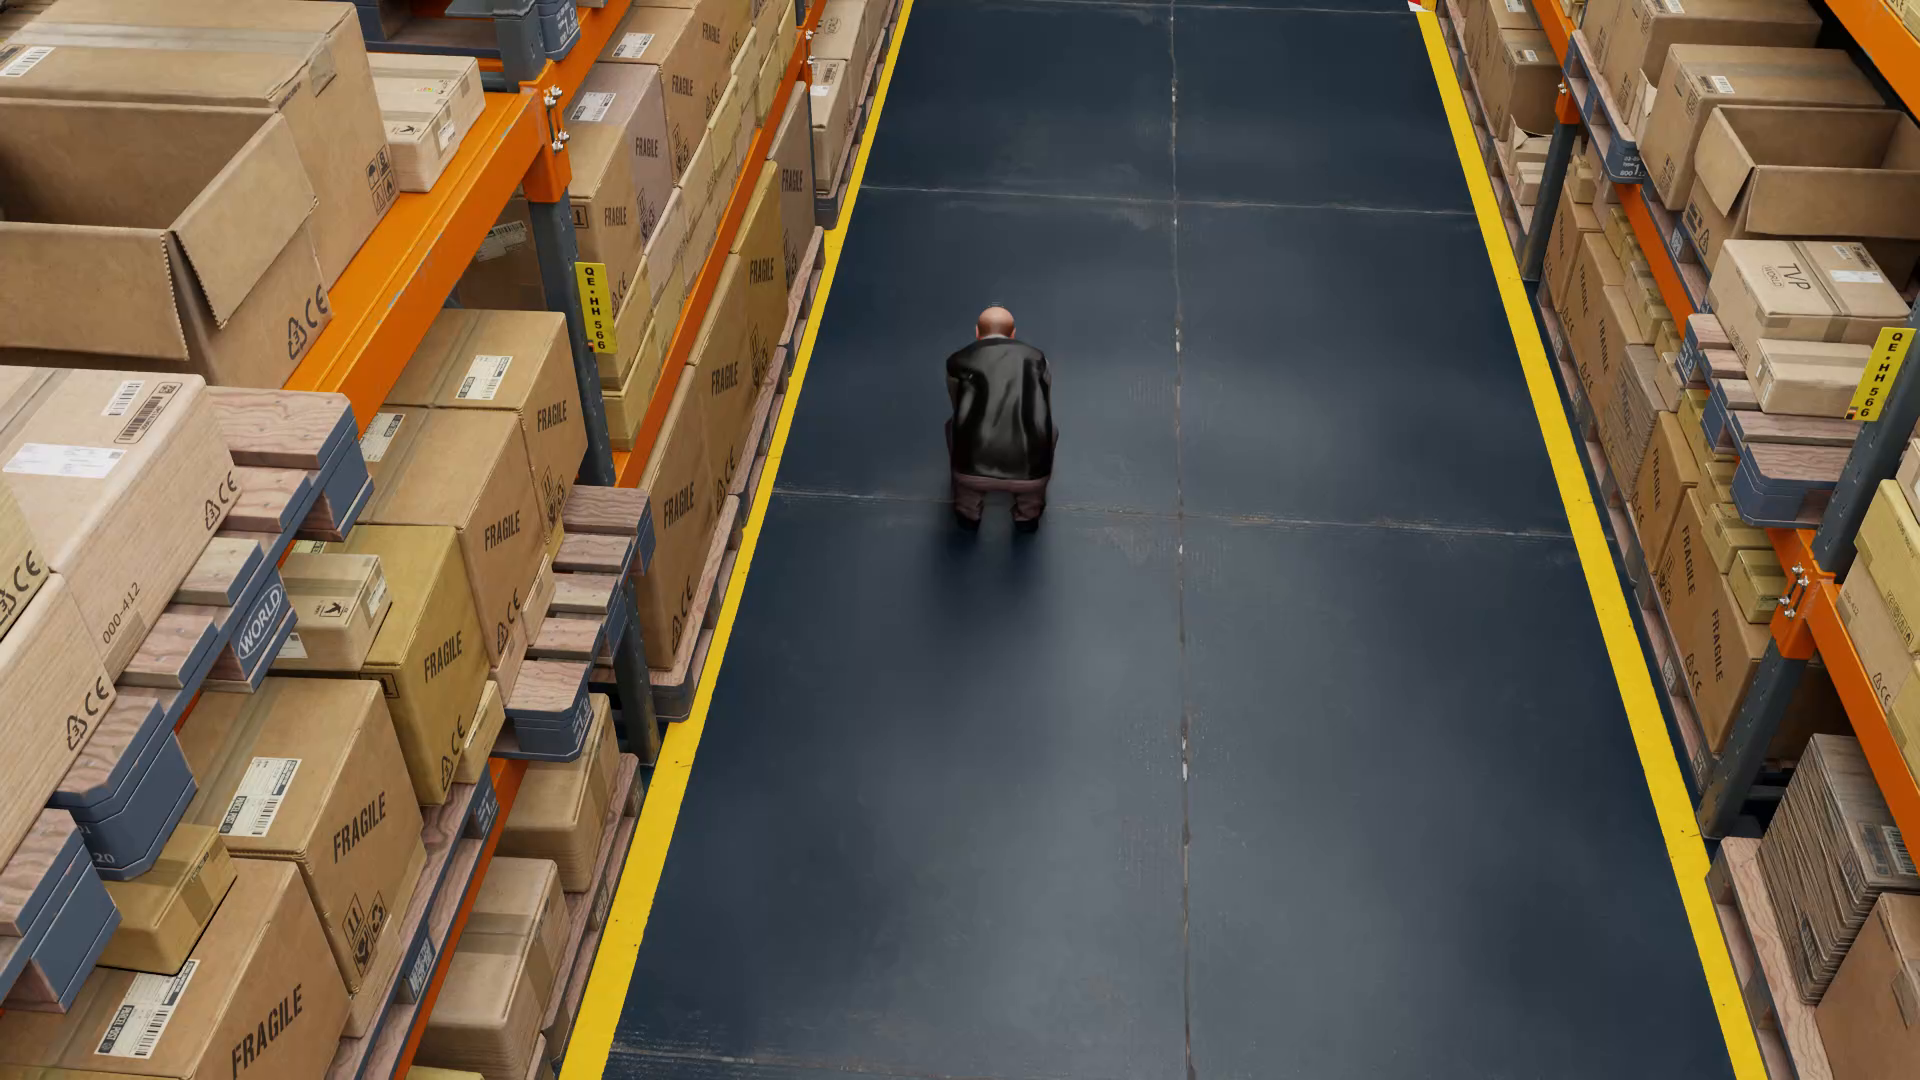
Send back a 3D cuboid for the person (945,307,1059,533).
[{"bbox_3d":[0.185,-0.499,7.558,0.528,0.831,0.897,3,40,4],"label":"person"}]
